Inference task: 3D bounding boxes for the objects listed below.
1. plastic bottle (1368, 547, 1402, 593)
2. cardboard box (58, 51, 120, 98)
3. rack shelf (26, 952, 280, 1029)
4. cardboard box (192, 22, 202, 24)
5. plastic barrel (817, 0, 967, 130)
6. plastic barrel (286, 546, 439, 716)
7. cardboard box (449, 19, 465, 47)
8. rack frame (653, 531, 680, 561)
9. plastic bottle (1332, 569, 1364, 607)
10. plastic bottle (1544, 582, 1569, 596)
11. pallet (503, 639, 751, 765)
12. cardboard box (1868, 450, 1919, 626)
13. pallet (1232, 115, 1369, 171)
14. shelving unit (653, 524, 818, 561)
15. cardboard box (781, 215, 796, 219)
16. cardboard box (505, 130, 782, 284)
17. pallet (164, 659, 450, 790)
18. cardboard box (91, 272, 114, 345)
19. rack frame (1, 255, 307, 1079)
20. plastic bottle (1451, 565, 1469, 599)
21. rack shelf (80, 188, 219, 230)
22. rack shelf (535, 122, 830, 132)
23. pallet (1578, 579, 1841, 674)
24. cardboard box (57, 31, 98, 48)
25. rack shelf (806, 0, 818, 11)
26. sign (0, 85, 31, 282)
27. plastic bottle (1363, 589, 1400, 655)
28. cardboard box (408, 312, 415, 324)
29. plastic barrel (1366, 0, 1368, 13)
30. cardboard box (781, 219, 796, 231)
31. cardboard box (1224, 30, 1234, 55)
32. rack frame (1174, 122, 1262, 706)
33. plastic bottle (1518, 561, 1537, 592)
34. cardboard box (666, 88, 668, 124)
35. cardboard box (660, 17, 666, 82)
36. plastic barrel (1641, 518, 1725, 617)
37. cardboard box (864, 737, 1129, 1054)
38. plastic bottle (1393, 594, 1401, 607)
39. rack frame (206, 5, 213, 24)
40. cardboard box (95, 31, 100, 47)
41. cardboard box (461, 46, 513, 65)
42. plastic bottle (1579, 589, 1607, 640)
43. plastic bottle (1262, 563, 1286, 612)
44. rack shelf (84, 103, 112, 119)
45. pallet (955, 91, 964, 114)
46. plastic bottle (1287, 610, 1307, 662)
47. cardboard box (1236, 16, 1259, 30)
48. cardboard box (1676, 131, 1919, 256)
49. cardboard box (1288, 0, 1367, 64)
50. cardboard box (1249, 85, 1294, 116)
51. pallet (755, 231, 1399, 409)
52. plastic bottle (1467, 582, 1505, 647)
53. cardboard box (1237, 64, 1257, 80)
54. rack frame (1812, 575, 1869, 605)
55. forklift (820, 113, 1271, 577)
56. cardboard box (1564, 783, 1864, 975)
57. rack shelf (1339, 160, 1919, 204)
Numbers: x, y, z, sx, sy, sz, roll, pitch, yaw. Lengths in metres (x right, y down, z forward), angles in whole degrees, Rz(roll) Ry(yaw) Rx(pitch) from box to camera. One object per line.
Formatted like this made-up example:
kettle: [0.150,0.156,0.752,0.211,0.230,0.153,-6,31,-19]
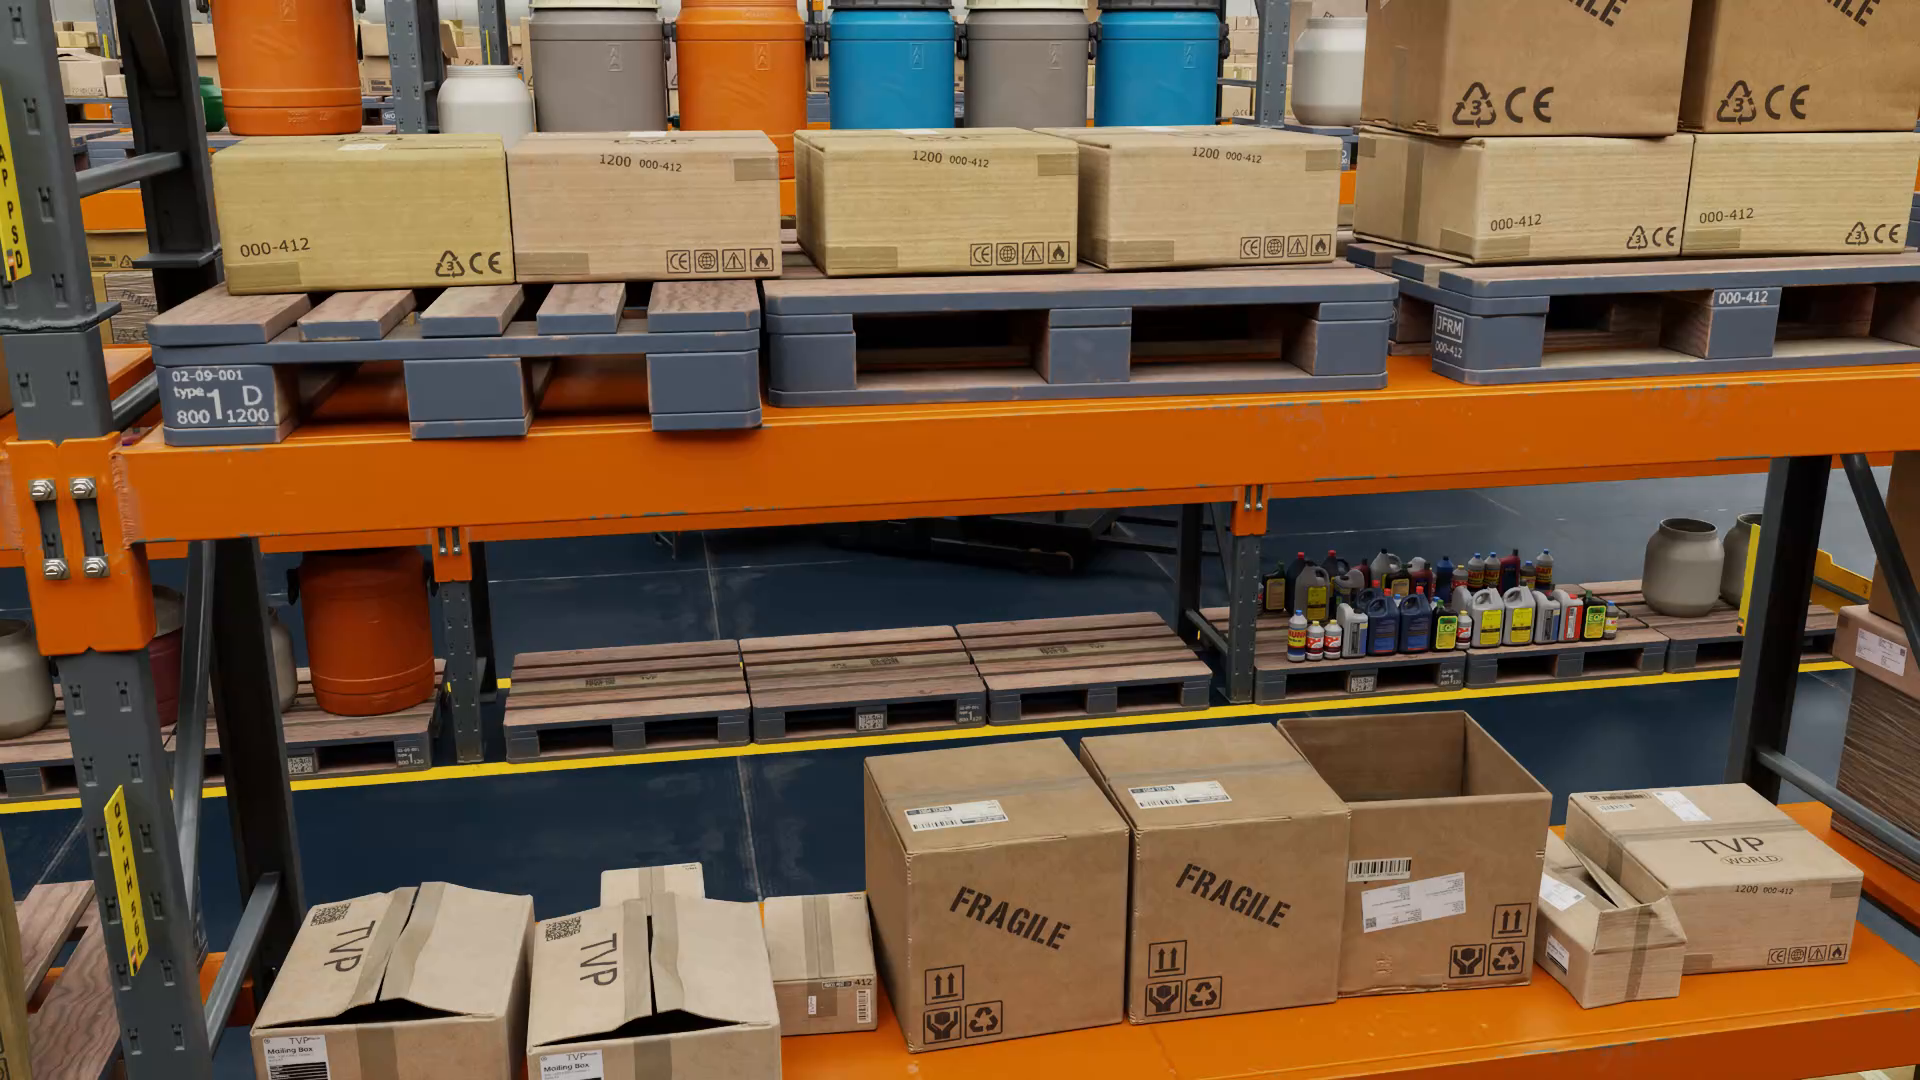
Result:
plastic bottle: [2.501,0.215,9.765,0.185,0.351,0.144,-3,17,-11]
cardboard box: [-6.282,-3.303,11.784,0.500,0.311,0.500,-4,17,-12]
rack shelf: [-3.537,1.413,3.328,4.000,0.370,1.077,-3,17,-10]
cardboard box: [-9.874,-6.290,21.018,0.500,0.500,0.500,-3,17,-10]
plastic barrel: [-0.325,-2.203,7.913,0.708,0.901,0.600,-3,17,-10]
plastic barrel: [-2.987,0.398,8.387,0.708,0.830,0.600,-3,17,-10]
cardboard box: [-5.247,-5.210,17.082,0.258,0.266,0.396,-3,17,-10]
rack frame: [-2.040,-0.462,11.400,0.032,1.125,0.500,-9,19,-26]
plastic bottle: [2.236,0.310,9.583,0.135,0.276,0.152,-3,17,-10]
plastic bottle: [3.352,0.376,9.355,0.133,0.283,0.061,-3,17,-10]
pallet: [-1.742,0.830,8.748,1.213,0.211,1.003,-3,17,-10]
cardboard box: [2.788,0.040,4.192,0.500,0.500,0.700,-3,17,-10]
pallet: [2.108,-2.105,8.770,1.003,0.211,1.213,-3,17,-10]
shelving unit: [-1.588,-0.530,11.623,1.048,1.125,0.538,-9,19,-26]
cardboard box: [-1.818,-3.442,17.739,0.500,0.500,0.500,-3,17,-10]
cardboard box: [-0.628,-0.681,3.352,0.500,0.250,0.500,-3,17,-9]
pallet: [-3.276,0.918,8.462,1.213,0.211,1.003,-3,17,-10]
cardboard box: [-6.384,-1.705,12.084,0.500,0.500,0.500,-3,17,-10]
rack frame: [-1.574,0.958,3.585,0.127,3.000,1.000,-3,17,-10]
plastic bottle: [2.974,0.253,9.897,0.097,0.201,0.097,0,17,0]
rack shelf: [-4.473,-1.449,7.537,4.000,0.370,1.077,-3,17,-10]
rack shelf: [-1.486,-3.100,12.911,4.000,0.370,1.077,-3,17,-10]
pallet: [4.481,0.478,9.895,1.213,0.211,1.003,-3,17,-10]
cardboard box: [-8.474,-4.806,15.968,0.250,0.149,0.380,-4,18,-13]
rack shelf: [-4.311,-8.630,26.489,4.000,0.370,1.077,-3,17,-10]
sign: [-1.473,-0.567,2.559,0.005,0.325,0.100,-3,17,-10]
plastic bottle: [2.289,0.437,9.041,0.185,0.351,0.144,-3,17,-9]
cardboard box: [-3.887,-1.847,12.547,0.500,0.500,0.500,-3,17,-9]
plastic barrel: [2.415,-2.592,8.465,0.708,0.901,0.600,-3,17,-10]
cardboard box: [-1.206,-2.248,13.131,0.637,0.503,0.797,-1,17,-5]
cardboard box: [2.645,-5.397,18.029,0.500,0.250,0.500,-3,17,-10]
rack frame: [1.418,-0.693,8.960,0.127,3.000,1.000,-3,17,-10]
plastic bottle: [3.404,0.228,9.977,0.097,0.201,0.097,0,17,0]
cardboard box: [-2.436,-3.242,12.404,0.500,0.250,0.500,-3,17,-9]
cardboard box: [-2.440,-3.598,12.287,0.500,0.500,0.500,-3,17,-10]
plastic barrel: [4.221,0.159,9.707,0.421,0.512,0.421,0,17,0]
cardboard box: [0.071,0.812,3.890,0.500,0.500,0.500,-4,18,-13]
plastic bottle: [2.408,0.432,9.193,0.097,0.271,0.097,0,17,0]
rack frame: [-9.257,-7.400,20.579,0.127,3.000,1.000,-3,17,-10]
cardboard box: [-8.550,-4.956,16.456,0.250,0.149,0.380,-4,17,-11]
cardboard box: [-4.902,-4.860,17.248,0.500,0.500,0.500,-3,17,-10]
plastic bottle: [3.514,0.412,9.237,0.133,0.283,0.061,-3,17,-9]
plastic bottle: [1.827,0.273,9.691,0.133,0.283,0.061,-2,17,-8]
rack shelf: [-10.182,-4.090,16.134,4.000,0.370,1.077,-3,17,-10]
pallet: [-0.148,-3.462,13.184,1.003,0.211,1.213,-3,17,-10]
plastic bottle: [1.814,0.509,8.943,0.097,0.271,0.097,0,17,0]
cardboard box: [3.052,-5.593,17.987,0.250,0.149,0.380,-3,17,-10]
cardboard box: [1.747,-0.797,3.728,0.500,0.250,0.500,-1,17,-5]
cardboard box: [2.932,-4.048,13.244,0.500,0.500,0.500,-3,17,-10]
cardboard box: [2.493,-3.522,13.316,0.500,0.250,0.500,-4,17,-11]
pallet: [0.173,-0.513,3.585,1.213,0.211,1.003,-2,17,-8]
plastic bottle: [2.892,0.403,9.153,0.185,0.351,0.144,-3,17,-11]
cardboard box: [2.375,-3.711,13.252,0.250,0.149,0.380,-3,17,-9]
rack frame: [5.345,-0.916,9.686,0.127,3.000,1.000,-3,17,-10]
forklift: [0.586,-1.335,11.167,3.031,2.935,1.130,6,18,20]
cardboard box: [1.879,0.847,4.202,0.500,0.250,0.500,-2,17,-7]
rack shelf: [3.381,-1.895,8.988,4.000,0.370,1.077,-3,17,-10]
